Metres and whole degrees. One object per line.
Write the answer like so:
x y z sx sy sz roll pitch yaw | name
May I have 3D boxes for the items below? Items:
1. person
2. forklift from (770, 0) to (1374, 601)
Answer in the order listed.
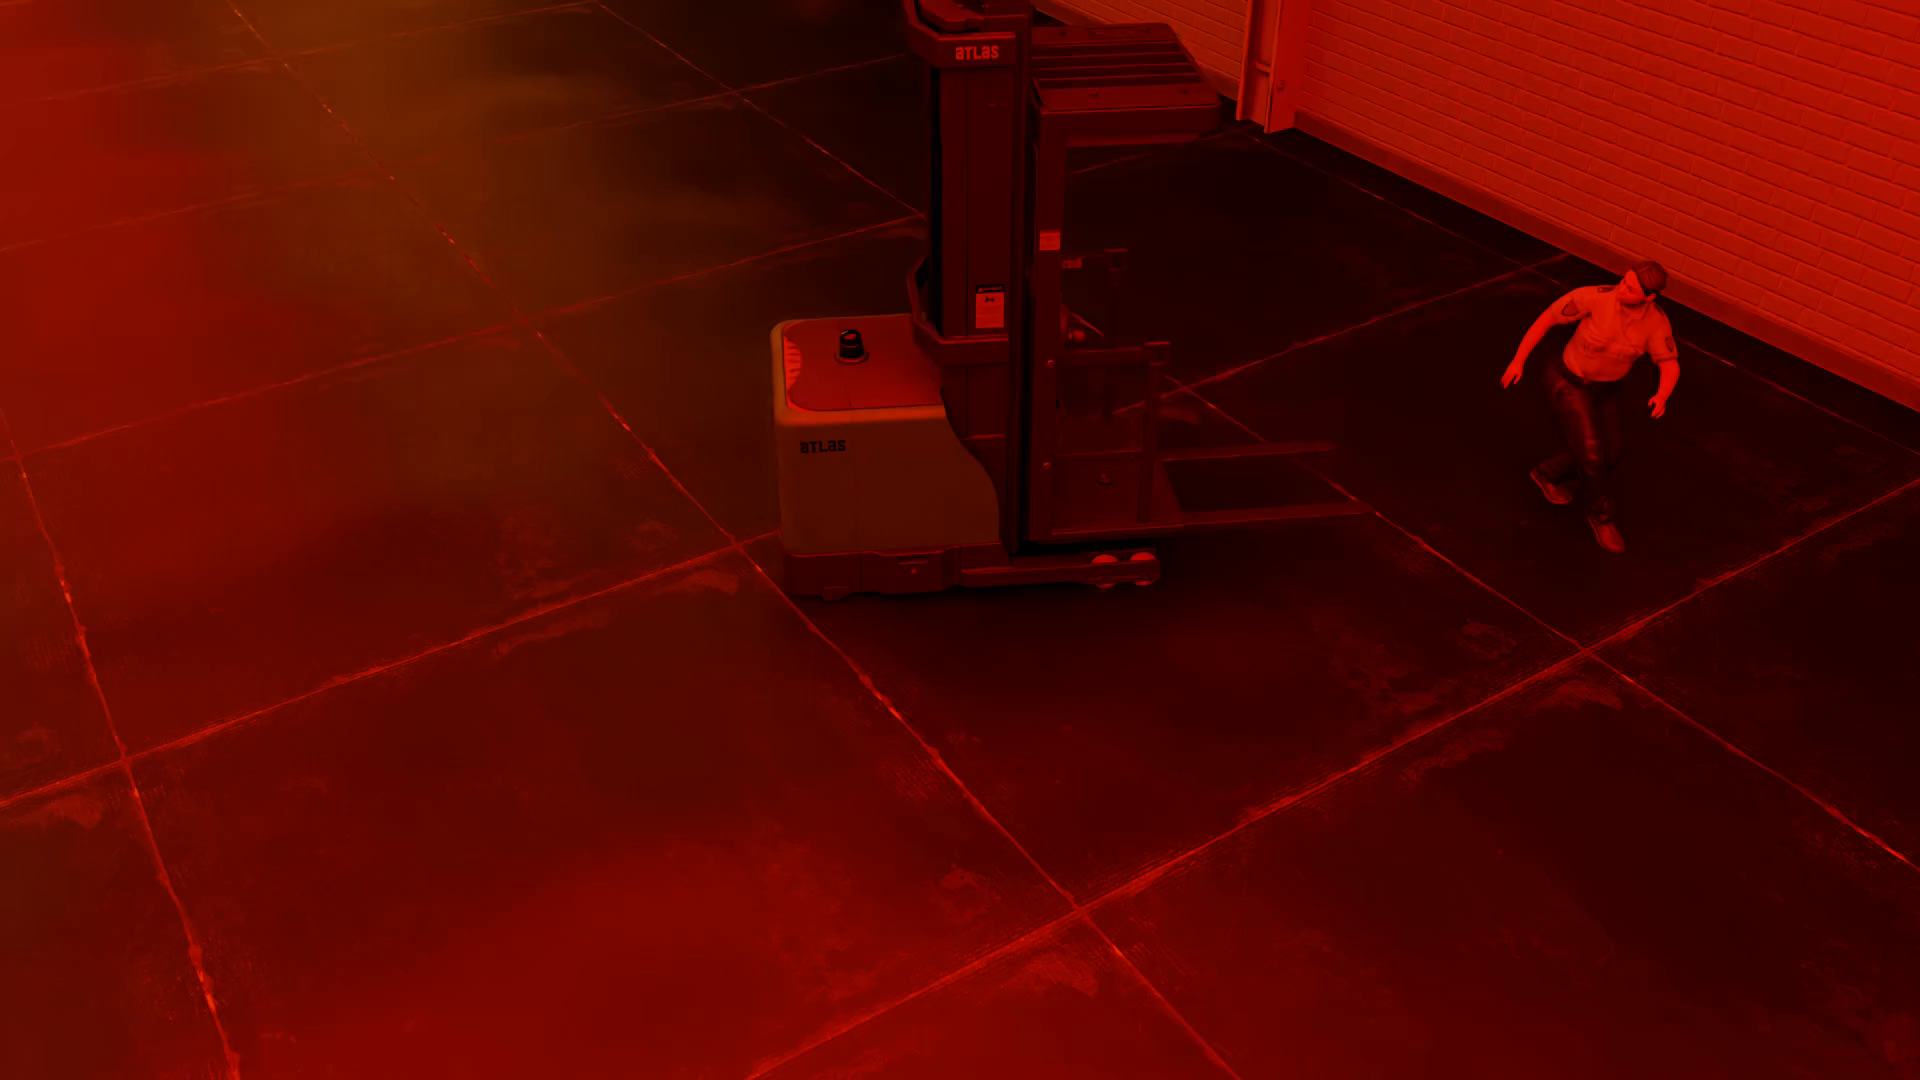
3.190 -0.703 8.405 0.747 1.533 0.787 -7 36 -10 | person
0.583 -1.258 7.938 3.031 2.935 1.130 -4 35 -5 | forklift
